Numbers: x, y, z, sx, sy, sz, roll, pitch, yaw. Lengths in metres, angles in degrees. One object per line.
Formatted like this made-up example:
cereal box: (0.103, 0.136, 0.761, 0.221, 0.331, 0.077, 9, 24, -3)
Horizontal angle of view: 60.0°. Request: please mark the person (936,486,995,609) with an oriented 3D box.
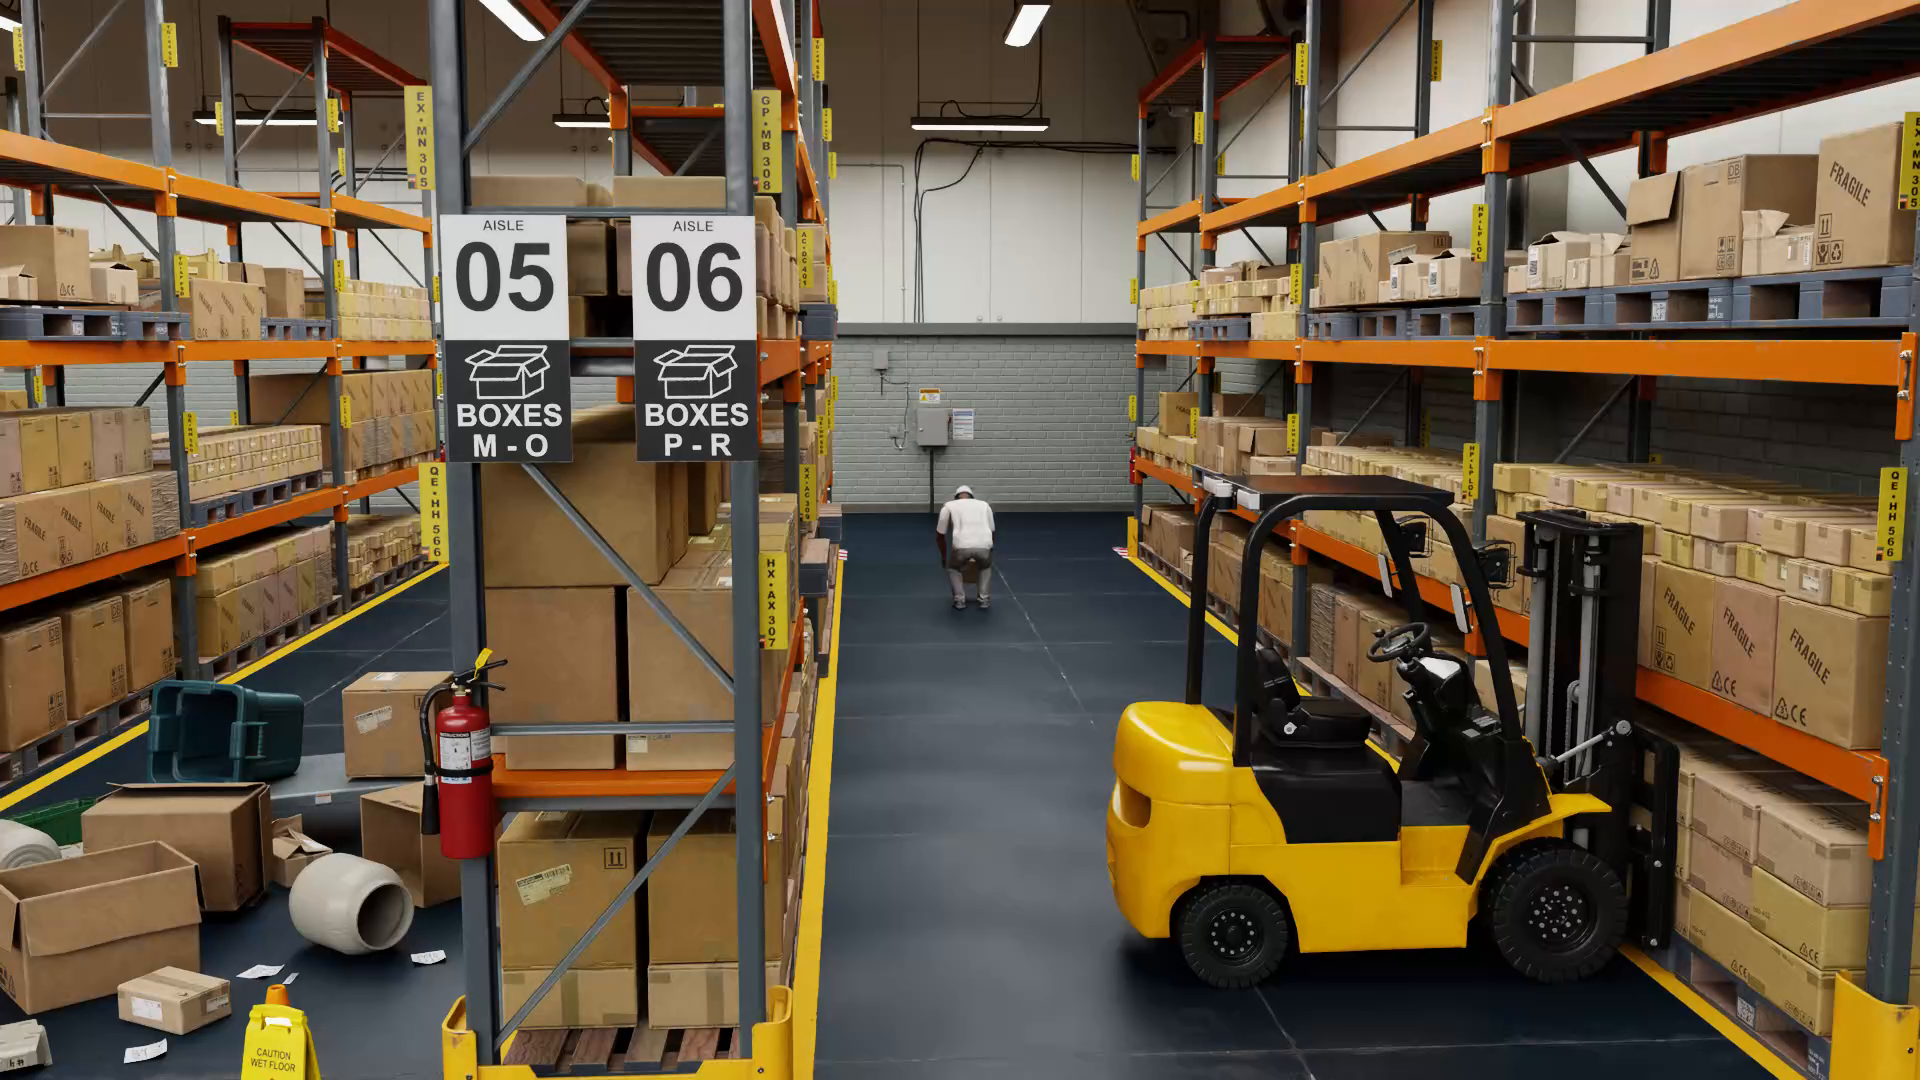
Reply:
person: (0.068, 0.075, 17.654, 0.626, 1.260, 0.823, 0, 7, -4)
